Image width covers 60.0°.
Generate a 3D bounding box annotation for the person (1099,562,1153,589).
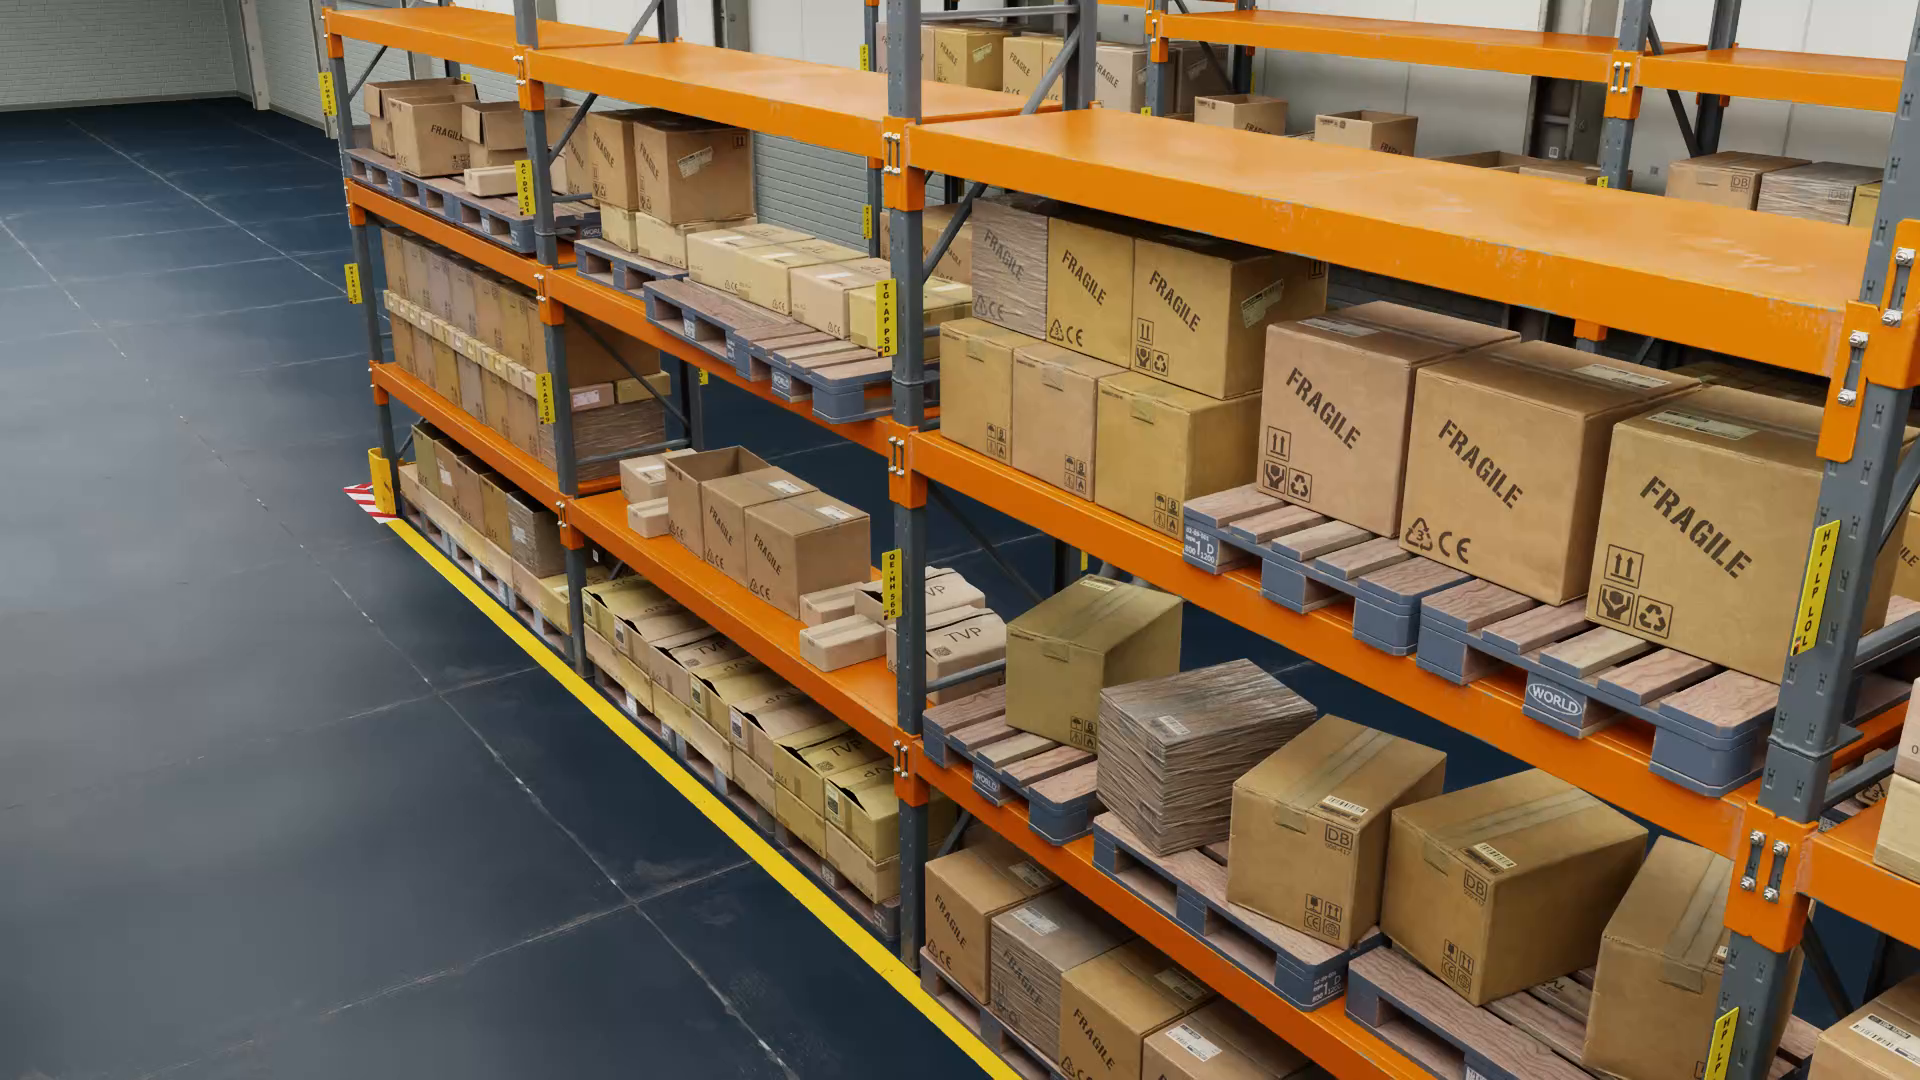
[{"bbox_3d":[1.213,-0.063,12.093,0.786,1.265,0.538,-15,26,-33],"label":"person"}]
